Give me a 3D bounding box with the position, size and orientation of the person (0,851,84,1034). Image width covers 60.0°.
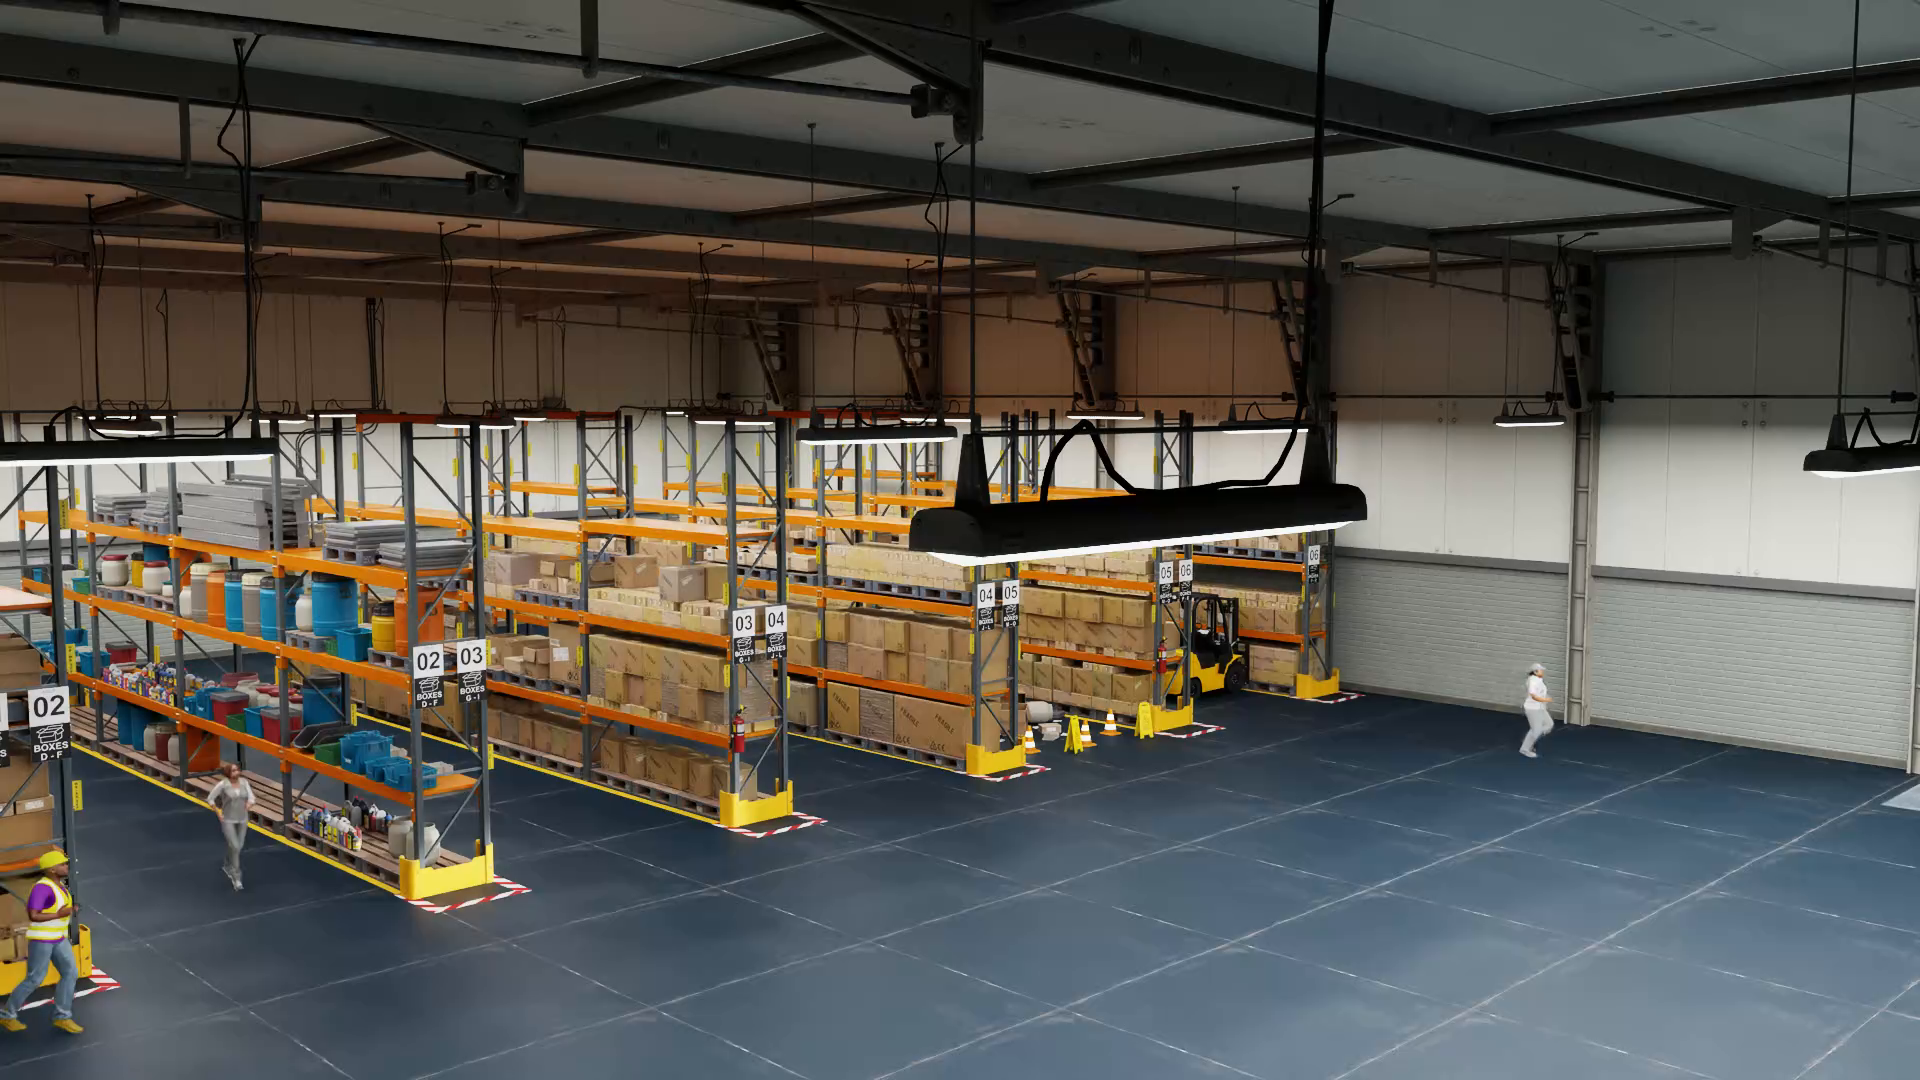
[{"bbox_3d":[-9.134,4.016,16.664,0.800,1.780,0.703,0,5,-1],"label":"person"}]

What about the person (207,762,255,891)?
[{"bbox_3d":[-9.403,3.679,21.516,0.656,1.654,0.546,4,7,41],"label":"person"}]

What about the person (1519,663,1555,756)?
[{"bbox_3d":[10.131,2.974,29.167,0.570,1.639,0.661,2,5,24],"label":"person"}]
